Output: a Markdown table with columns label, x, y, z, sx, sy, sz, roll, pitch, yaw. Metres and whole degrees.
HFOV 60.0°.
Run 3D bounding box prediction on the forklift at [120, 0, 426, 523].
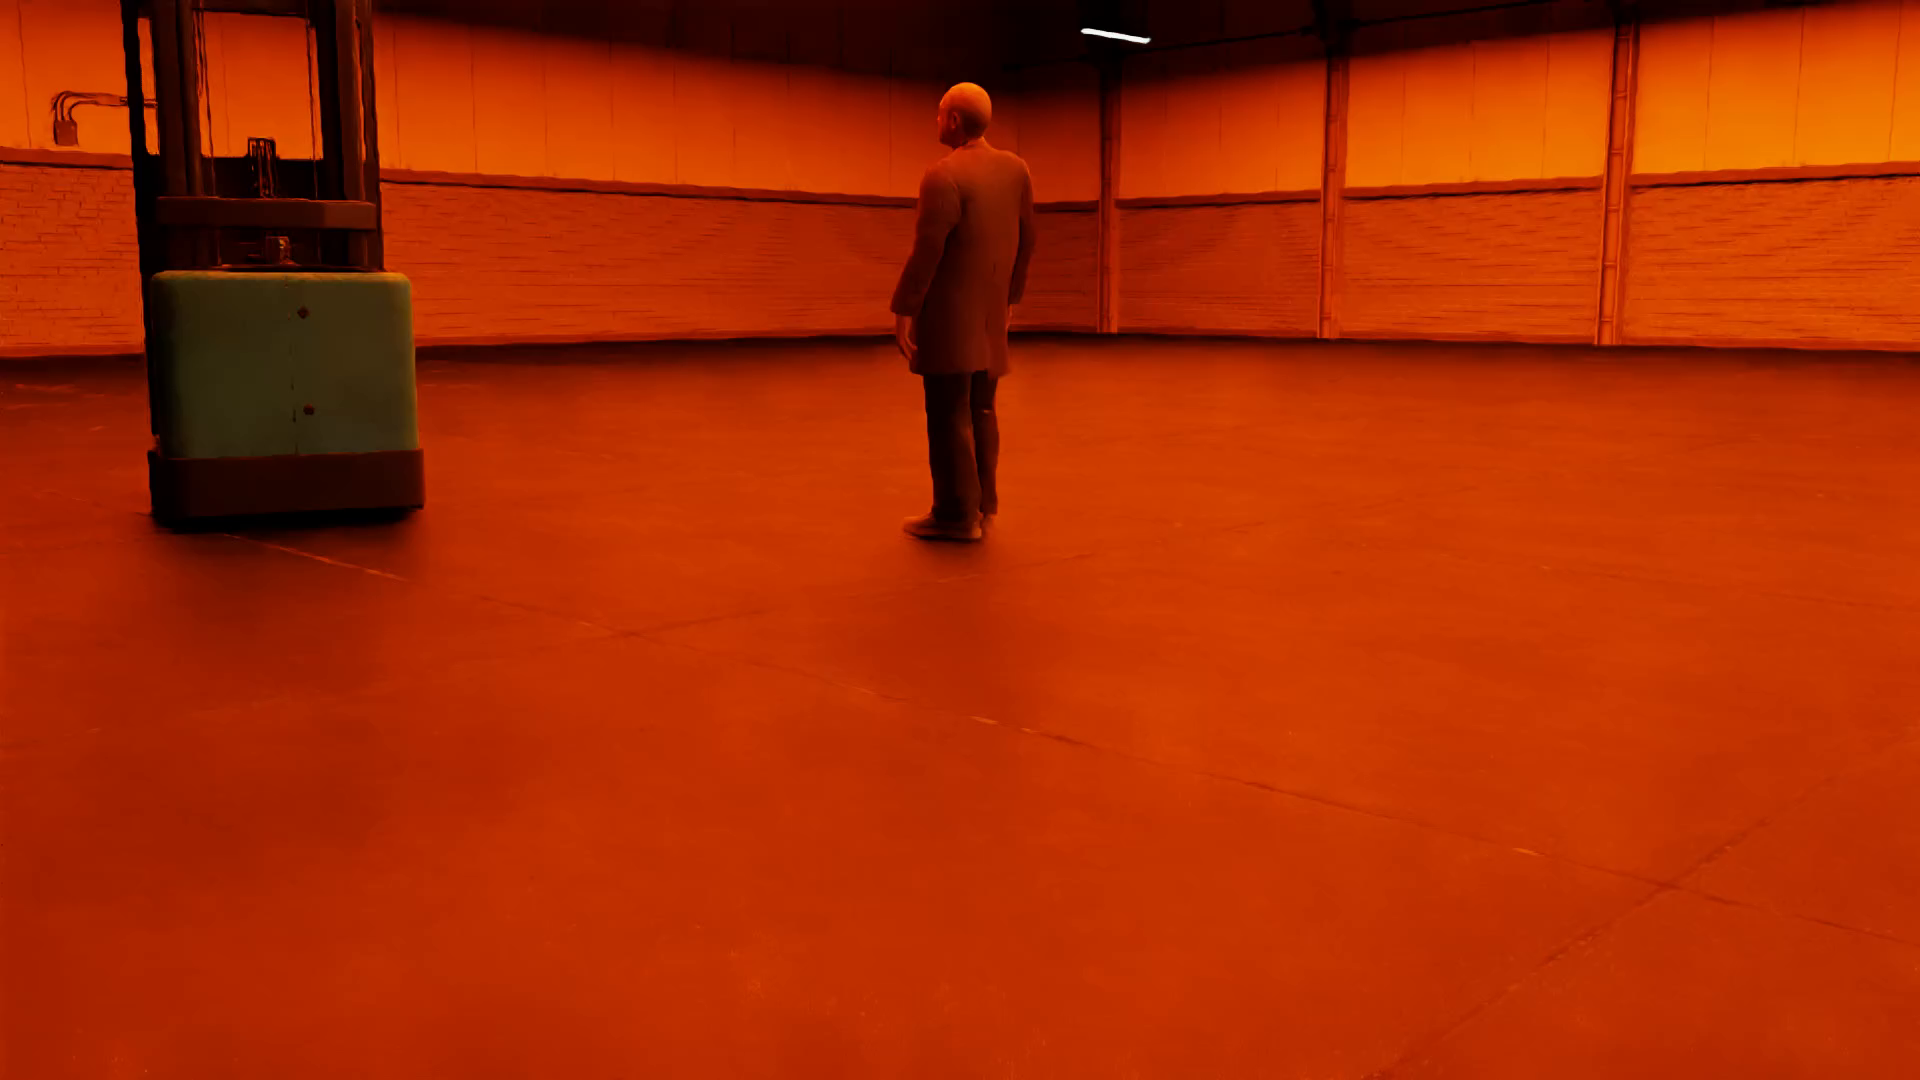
| label | x | y | z | sx | sy | sz | roll | pitch | yaw |
| --- | --- | --- | --- | --- | --- | --- | --- | --- | --- |
| forklift | -3.454 | -1.701 | 8.170 | 1.130 | 2.935 | 3.031 | -4 | 10 | -26 |

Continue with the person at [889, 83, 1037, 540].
| label | x | y | z | sx | sy | sz | roll | pitch | yaw |
| --- | --- | --- | --- | --- | --- | --- | --- | --- | --- |
| person | -0.062 | -0.896 | 6.650 | 0.580 | 1.776 | 0.694 | 8 | 12 | 43 |
